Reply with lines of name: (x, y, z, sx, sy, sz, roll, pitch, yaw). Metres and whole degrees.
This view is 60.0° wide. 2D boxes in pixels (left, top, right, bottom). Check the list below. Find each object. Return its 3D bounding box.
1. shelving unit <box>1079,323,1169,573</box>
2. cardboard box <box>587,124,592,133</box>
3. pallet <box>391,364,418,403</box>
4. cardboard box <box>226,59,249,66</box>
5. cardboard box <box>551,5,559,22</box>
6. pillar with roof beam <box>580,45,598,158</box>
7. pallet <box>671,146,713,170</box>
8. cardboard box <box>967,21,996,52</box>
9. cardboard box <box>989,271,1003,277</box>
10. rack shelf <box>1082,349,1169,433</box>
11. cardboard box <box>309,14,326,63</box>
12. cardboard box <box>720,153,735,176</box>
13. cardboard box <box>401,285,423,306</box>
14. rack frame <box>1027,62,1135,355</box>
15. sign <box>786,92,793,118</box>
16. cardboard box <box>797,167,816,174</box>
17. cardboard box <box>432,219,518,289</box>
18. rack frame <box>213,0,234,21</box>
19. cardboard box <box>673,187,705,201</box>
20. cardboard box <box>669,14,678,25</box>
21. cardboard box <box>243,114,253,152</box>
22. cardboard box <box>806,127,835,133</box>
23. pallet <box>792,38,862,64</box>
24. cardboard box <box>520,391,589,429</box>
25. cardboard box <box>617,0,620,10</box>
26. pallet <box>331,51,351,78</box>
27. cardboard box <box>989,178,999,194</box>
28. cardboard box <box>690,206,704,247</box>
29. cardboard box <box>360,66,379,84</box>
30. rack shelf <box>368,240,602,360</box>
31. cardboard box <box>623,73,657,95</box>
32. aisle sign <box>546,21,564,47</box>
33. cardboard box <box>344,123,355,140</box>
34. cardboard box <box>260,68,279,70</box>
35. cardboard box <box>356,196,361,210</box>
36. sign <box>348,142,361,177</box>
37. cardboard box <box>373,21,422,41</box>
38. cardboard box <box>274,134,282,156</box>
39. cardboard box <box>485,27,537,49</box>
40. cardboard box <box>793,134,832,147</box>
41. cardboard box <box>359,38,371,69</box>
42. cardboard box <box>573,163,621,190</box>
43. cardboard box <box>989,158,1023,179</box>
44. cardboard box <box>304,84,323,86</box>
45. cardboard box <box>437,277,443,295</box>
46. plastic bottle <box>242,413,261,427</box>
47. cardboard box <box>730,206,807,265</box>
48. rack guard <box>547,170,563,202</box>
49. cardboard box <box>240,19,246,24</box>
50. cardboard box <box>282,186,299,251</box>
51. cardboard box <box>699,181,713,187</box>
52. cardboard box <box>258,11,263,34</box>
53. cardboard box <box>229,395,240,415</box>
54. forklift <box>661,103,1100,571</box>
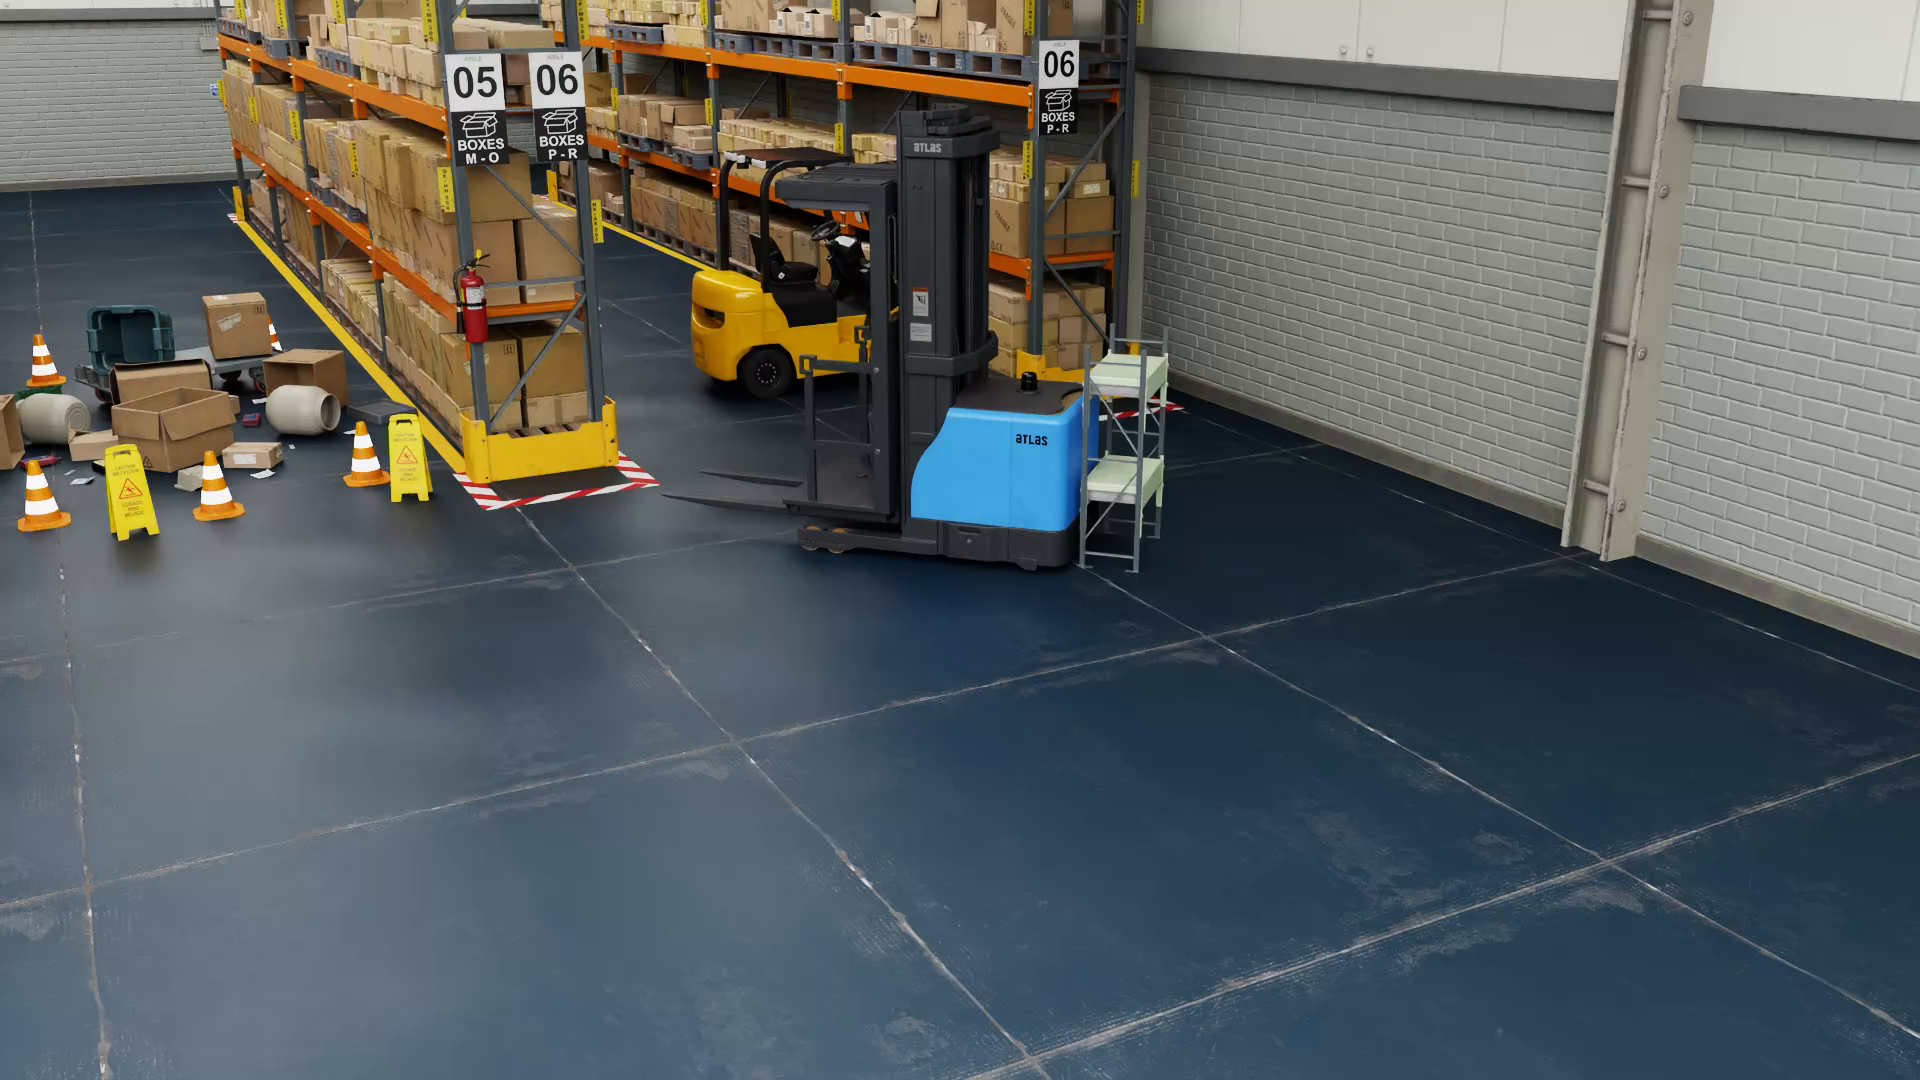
shelving unit: (1.101, -0.626, 11.145, 0.431, 1.500, 0.755, 6, 20, 17)
cardboard box: (-5.711, -6.558, 26.425, 0.380, 0.149, 0.250, -10, 21, -27)
pallet: (-4.838, -1.607, 15.965, 1.003, 0.211, 1.213, -10, 21, -27)
cardboard box: (-10.961, -7.239, 25.332, 0.380, 0.149, 0.250, -9, 21, -26)
cardboard box: (-6.290, -8.503, 26.849, 0.500, 0.250, 0.500, -10, 21, -26)
pillar with roof beam: (-10.795, -10.410, 28.004, 9.100, 9.000, 0.400, -10, 21, -27)
pallet: (-3.104, -5.124, 22.176, 1.213, 0.211, 1.003, -10, 21, -27)
cardboard box: (0.297, -4.598, 15.169, 0.396, 0.266, 0.258, -10, 21, -27)
cardboard box: (0.089, -2.479, 16.254, 0.500, 0.250, 0.500, -10, 21, -26)
rack shelf: (1.101, -0.994, 11.018, 0.431, 0.370, 0.720, 6, 20, 17)
cardboard box: (-6.646, -5.453, 18.082, 0.700, 0.500, 0.500, -10, 21, -27)
cardboard box: (-2.725, -4.795, 21.158, 0.500, 0.250, 0.500, -10, 21, -26)
cardboard box: (-4.763, -2.192, 14.813, 0.380, 0.149, 0.250, -9, 21, -24)
rack frame: (1.078, -2.734, 14.957, 1.000, 3.000, 0.127, -10, 21, -27)
sign: (-2.234, -5.665, 21.675, 0.100, 0.325, 0.005, -10, 21, -27)
cardboard box: (-1.530, -4.296, 18.946, 0.500, 0.250, 0.500, -11, 22, -28)
cardboard box: (-3.788, -2.265, 12.989, 0.500, 0.500, 0.500, -10, 22, -28)
rack frame: (-10.886, -9.393, 25.058, 1.000, 3.000, 0.127, -10, 21, -27)
cardboard box: (-3.783, -4.842, 23.259, 0.380, 0.149, 0.250, -11, 22, -29)
cardboard box: (-3.689, -7.004, 22.352, 0.380, 0.149, 0.250, -9, 21, -25)
cardboard box: (-9.933, -5.839, 23.801, 0.500, 0.500, 0.500, -10, 22, -27)
cardboard box: (-1.642, -4.885, 20.042, 0.380, 0.149, 0.250, -9, 21, -25)
pallet: (-1.251, -5.461, 18.554, 0.805, 0.209, 1.217, -11, 22, -29)
cardboard box: (-3.428, -1.137, 13.901, 0.500, 0.250, 0.500, -10, 21, -27)
cardboard box: (-4.675, -7.646, 23.723, 0.380, 0.149, 0.250, -10, 21, -26)
pallet: (-5.387, -4.636, 16.156, 1.213, 0.211, 1.003, -10, 21, -27)
cardboard box: (0.450, -3.297, 15.440, 0.380, 0.149, 0.250, -10, 21, -26)
cardboard box: (-3.339, -4.281, 22.628, 0.500, 0.500, 0.500, -10, 22, -27)
cardboard box: (-5.183, -4.200, 14.991, 0.380, 0.149, 0.250, -10, 21, -27)
rack shelf: (-4.238, -2.198, 14.507, 1.077, 0.370, 4.000, -10, 21, -27)
cardboard box: (-5.093, -7.072, 26.152, 0.500, 0.500, 0.500, -11, 22, -28)
aisle sign: (-6.810, -8.530, 27.769, 0.394, 0.787, 0.004, -10, 21, -27)
cardboard box: (-5.944, -4.099, 16.664, 0.380, 0.149, 0.250, -11, 22, -28)
cardboard box: (-9.552, -6.440, 23.017, 0.380, 0.149, 0.250, -10, 21, -27)
cardboard box: (-5.785, -3.376, 16.557, 0.380, 0.149, 0.250, -11, 22, -28)
sign: (-5.674, -3.573, 15.612, 0.100, 0.325, 0.005, -10, 21, -27)
cardboard box: (-4.795, -4.358, 14.225, 0.380, 0.149, 0.250, -11, 22, -28)
cardboard box: (-8.295, -4.965, 20.886, 0.500, 0.250, 0.500, -11, 22, -28)
cardboard box: (-3.411, -3.844, 12.737, 0.380, 0.149, 0.250, -10, 21, -27)
cardboard box: (-1.698, -4.590, 19.186, 0.380, 0.149, 0.250, -11, 22, -28)
cardboard box: (-4.967, -4.285, 14.626, 0.500, 0.250, 0.500, -10, 21, -27)
cardboard box: (-5.941, -5.903, 27.327, 0.700, 0.500, 0.500, -9, 21, -24)
cardboard box: (0.430, -3.436, 15.386, 0.380, 0.149, 0.250, -9, 21, -25)
cardboard box: (-8.553, -5.840, 22.270, 0.500, 0.500, 0.500, -9, 21, -25)
cardboard box: (-3.975, -2.052, 13.366, 0.380, 0.149, 0.250, -10, 22, -28)
plastic bottle: (-6.225, -1.063, 14.617, 0.133, 0.061, 0.283, -6, 20, -17)
cardboard box: (-2.436, -3.926, 21.406, 0.875, 0.625, 0.625, -9, 21, -25)
rack guard: (-6.483, -6.124, 28.612, 1.175, 0.500, 0.348, -10, 21, -27)
cardboard box: (-9.572, -7.143, 22.544, 0.396, 0.266, 0.258, -9, 21, -25)
cardboard box: (-8.622, -4.438, 22.507, 0.875, 0.875, 0.875, -9, 21, -25)
cardboard box: (-3.539, -5.077, 23.939, 0.380, 0.149, 0.250, -10, 21, -26)
cardboard box: (-8.427, -6.383, 20.496, 0.396, 0.266, 0.258, -8, 21, -22)
cardboard box: (-6.690, -1.254, 14.858, 0.396, 0.266, 0.258, 7, 20, 20)
forklift: (-0.598, -1.450, 11.339, 3.031, 2.935, 1.130, 6, 20, 17)
